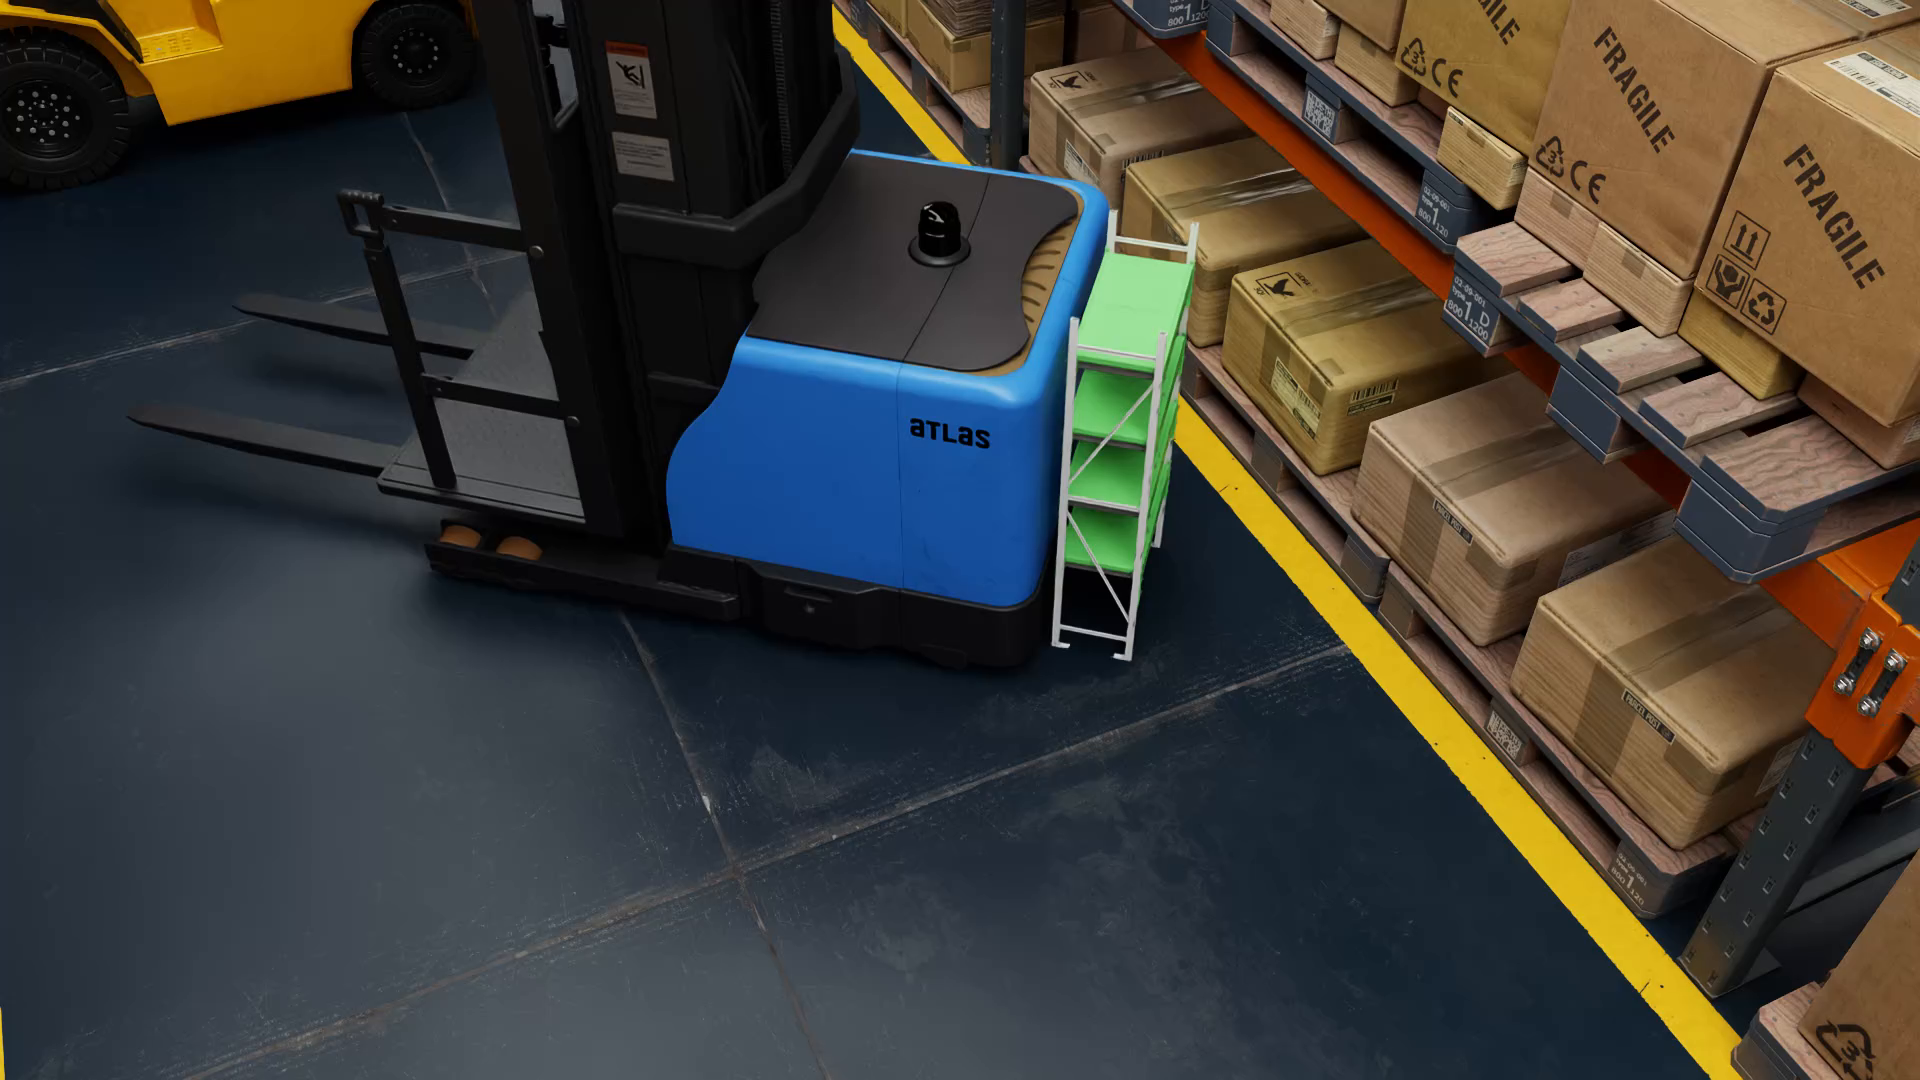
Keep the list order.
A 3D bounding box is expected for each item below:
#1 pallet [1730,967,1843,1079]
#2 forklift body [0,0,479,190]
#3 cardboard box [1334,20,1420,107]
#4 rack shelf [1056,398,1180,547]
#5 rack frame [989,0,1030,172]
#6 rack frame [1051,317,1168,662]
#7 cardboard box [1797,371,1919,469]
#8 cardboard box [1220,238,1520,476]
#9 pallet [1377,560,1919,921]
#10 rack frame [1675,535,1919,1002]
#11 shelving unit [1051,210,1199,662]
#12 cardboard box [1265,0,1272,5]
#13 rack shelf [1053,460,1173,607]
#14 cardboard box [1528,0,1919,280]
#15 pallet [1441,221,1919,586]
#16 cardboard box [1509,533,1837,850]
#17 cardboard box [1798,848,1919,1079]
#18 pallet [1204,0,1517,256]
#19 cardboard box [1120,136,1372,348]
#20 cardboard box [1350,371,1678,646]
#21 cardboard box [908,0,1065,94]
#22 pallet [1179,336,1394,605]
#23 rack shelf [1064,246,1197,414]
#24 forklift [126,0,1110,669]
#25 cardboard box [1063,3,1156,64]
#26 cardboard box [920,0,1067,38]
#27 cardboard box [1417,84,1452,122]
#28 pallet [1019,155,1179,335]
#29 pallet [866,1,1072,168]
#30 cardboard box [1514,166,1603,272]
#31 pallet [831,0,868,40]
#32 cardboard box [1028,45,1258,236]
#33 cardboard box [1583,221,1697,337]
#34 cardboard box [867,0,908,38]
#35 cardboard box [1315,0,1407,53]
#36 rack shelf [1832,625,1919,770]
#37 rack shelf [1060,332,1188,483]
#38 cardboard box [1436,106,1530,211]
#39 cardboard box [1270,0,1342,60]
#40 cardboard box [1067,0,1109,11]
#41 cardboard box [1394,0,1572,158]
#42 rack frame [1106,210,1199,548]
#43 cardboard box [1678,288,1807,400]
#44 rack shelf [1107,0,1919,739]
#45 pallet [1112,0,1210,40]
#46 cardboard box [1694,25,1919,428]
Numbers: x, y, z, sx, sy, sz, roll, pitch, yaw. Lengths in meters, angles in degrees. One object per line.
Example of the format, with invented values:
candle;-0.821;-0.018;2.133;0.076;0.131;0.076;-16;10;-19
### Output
pallet;2.540;1.400;3.681;1.003;0.211;1.213;-18;47;-17
forklift body;-3.136;-2.775;6.531;2.313;2.155;1.214;-18;47;-17
cardboard box;1.202;-1.281;4.292;0.380;0.149;0.250;-19;48;-19
rack shelf;0.451;-0.217;4.706;0.258;0.148;0.480;11;46;11
rack frame;0.595;-2.666;5.817;1.000;3.000;0.127;-18;47;-17
rack frame;0.388;-0.096;4.493;0.240;1.200;0.015;11;46;11
cardboard box;1.926;-0.317;3.315;0.380;0.149;0.250;-16;47;-16
cardboard box;1.417;-0.647;5.342;0.950;0.372;0.625;-17;47;-16
pallet;1.950;0.377;4.718;1.003;0.211;1.213;-18;47;-17
rack frame;2.277;-0.117;3.233;1.000;3.000;0.127;-18;47;-17
shelving unit;0.451;-0.262;4.661;0.258;1.200;0.503;11;46;11
cardboard box;0.999;-1.627;4.643;0.380;0.149;0.250;-18;47;-17
rack shelf;0.451;-0.046;4.875;0.258;0.148;0.480;11;46;11
cardboard box;1.606;-0.942;3.487;0.500;0.500;0.500;-19;48;-18
pallet;1.881;-0.472;3.729;1.213;0.211;1.003;-18;47;-17
cardboard box;2.049;0.306;4.377;0.950;0.372;0.625;-21;48;-20
cardboard box;2.492;0.954;3.361;0.875;0.875;0.875;-18;48;-18
pallet;1.408;-1.298;4.567;1.003;0.211;1.213;-18;47;-17
cardboard box;1.123;-1.090;5.791;0.950;0.372;0.625;-15;47;-15
cardboard box;1.731;-0.162;4.851;0.950;0.372;0.625;-19;48;-18
cardboard box;0.103;-2.134;6.936;0.500;0.250;0.500;-16;47;-16
pallet;1.441;-0.399;5.505;1.003;0.211;1.213;-18;47;-17
rack shelf;0.451;-0.558;4.369;0.258;0.148;0.480;11;46;11
forklift;-1.133;-1.238;4.418;3.031;2.935;1.130;11;46;11
cardboard box;0.592;-2.293;7.097;0.500;0.250;0.500;-20;48;-19
cardboard box;0.103;-2.402;6.673;0.500;0.500;0.500;-19;48;-18
cardboard box;1.383;-1.145;4.155;0.380;0.149;0.250;-18;47;-17
pallet;0.924;-1.178;6.294;1.003;0.211;1.213;-18;47;-17
pallet;0.281;-2.091;7.219;1.003;0.211;1.213;-18;47;-17
cardboard box;1.502;-0.776;3.781;0.380;0.149;0.250;-20;48;-19
pallet;-0.236;-2.870;8.008;1.003;0.211;1.213;-18;47;-17
cardboard box;0.818;-1.547;6.254;0.950;0.372;0.625;-17;47;-17
cardboard box;1.601;-0.614;3.616;0.380;0.149;0.250;-18;48;-18
cardboard box;-0.130;-2.471;7.277;0.500;0.250;0.500;-19;48;-18
cardboard box;1.165;-1.612;4.166;0.500;0.500;0.500;-20;48;-19
rack shelf;3.118;1.413;2.194;1.077;0.370;4.000;-18;47;-17
rack shelf;0.451;-0.387;4.537;0.258;0.148;0.480;11;46;11
cardboard box;1.374;-0.948;3.955;0.380;0.149;0.250;-17;47;-17
cardboard box;1.064;-1.442;4.456;0.380;0.149;0.250;-16;47;-16
cardboard box;0.592;-2.560;6.833;0.500;0.500;0.500;-16;47;-16
cardboard box;1.393;-1.263;3.813;0.500;0.500;0.500;-21;48;-20
rack frame;0.514;-0.428;4.829;0.240;1.200;0.015;11;46;11
cardboard box;1.747;-0.466;3.467;0.380;0.149;0.250;-17;47;-17
rack shelf;1.436;-1.136;4.778;1.077;0.370;4.000;-18;47;-17
pallet;0.785;-2.068;5.347;1.003;0.211;1.213;-18;47;-17
cardboard box;1.834;-0.616;3.157;0.500;0.500;0.500;-19;48;-19
